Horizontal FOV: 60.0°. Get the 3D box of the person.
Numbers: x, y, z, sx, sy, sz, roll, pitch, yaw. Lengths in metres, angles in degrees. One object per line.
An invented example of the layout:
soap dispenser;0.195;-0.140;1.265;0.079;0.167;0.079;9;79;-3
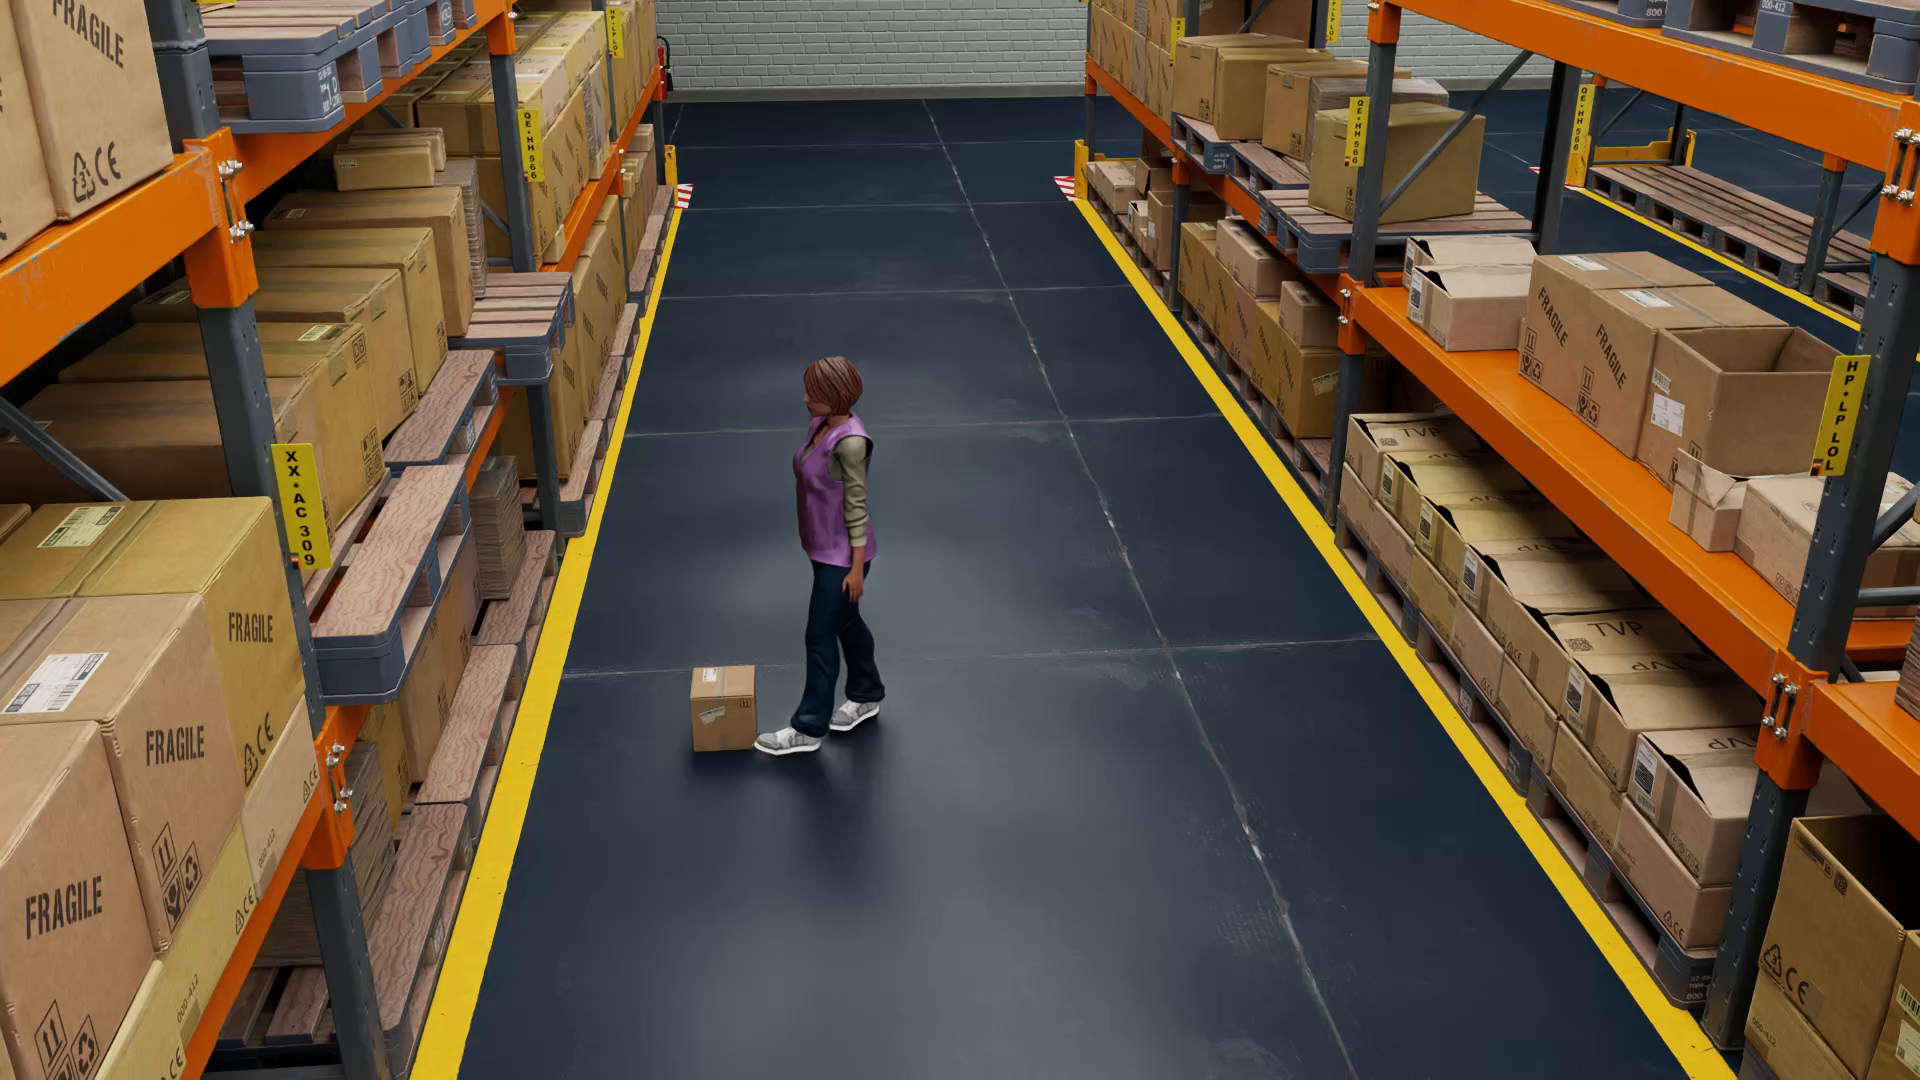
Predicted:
person;-0.563;0.064;6.459;0.597;1.593;0.430;-8;25;-17
